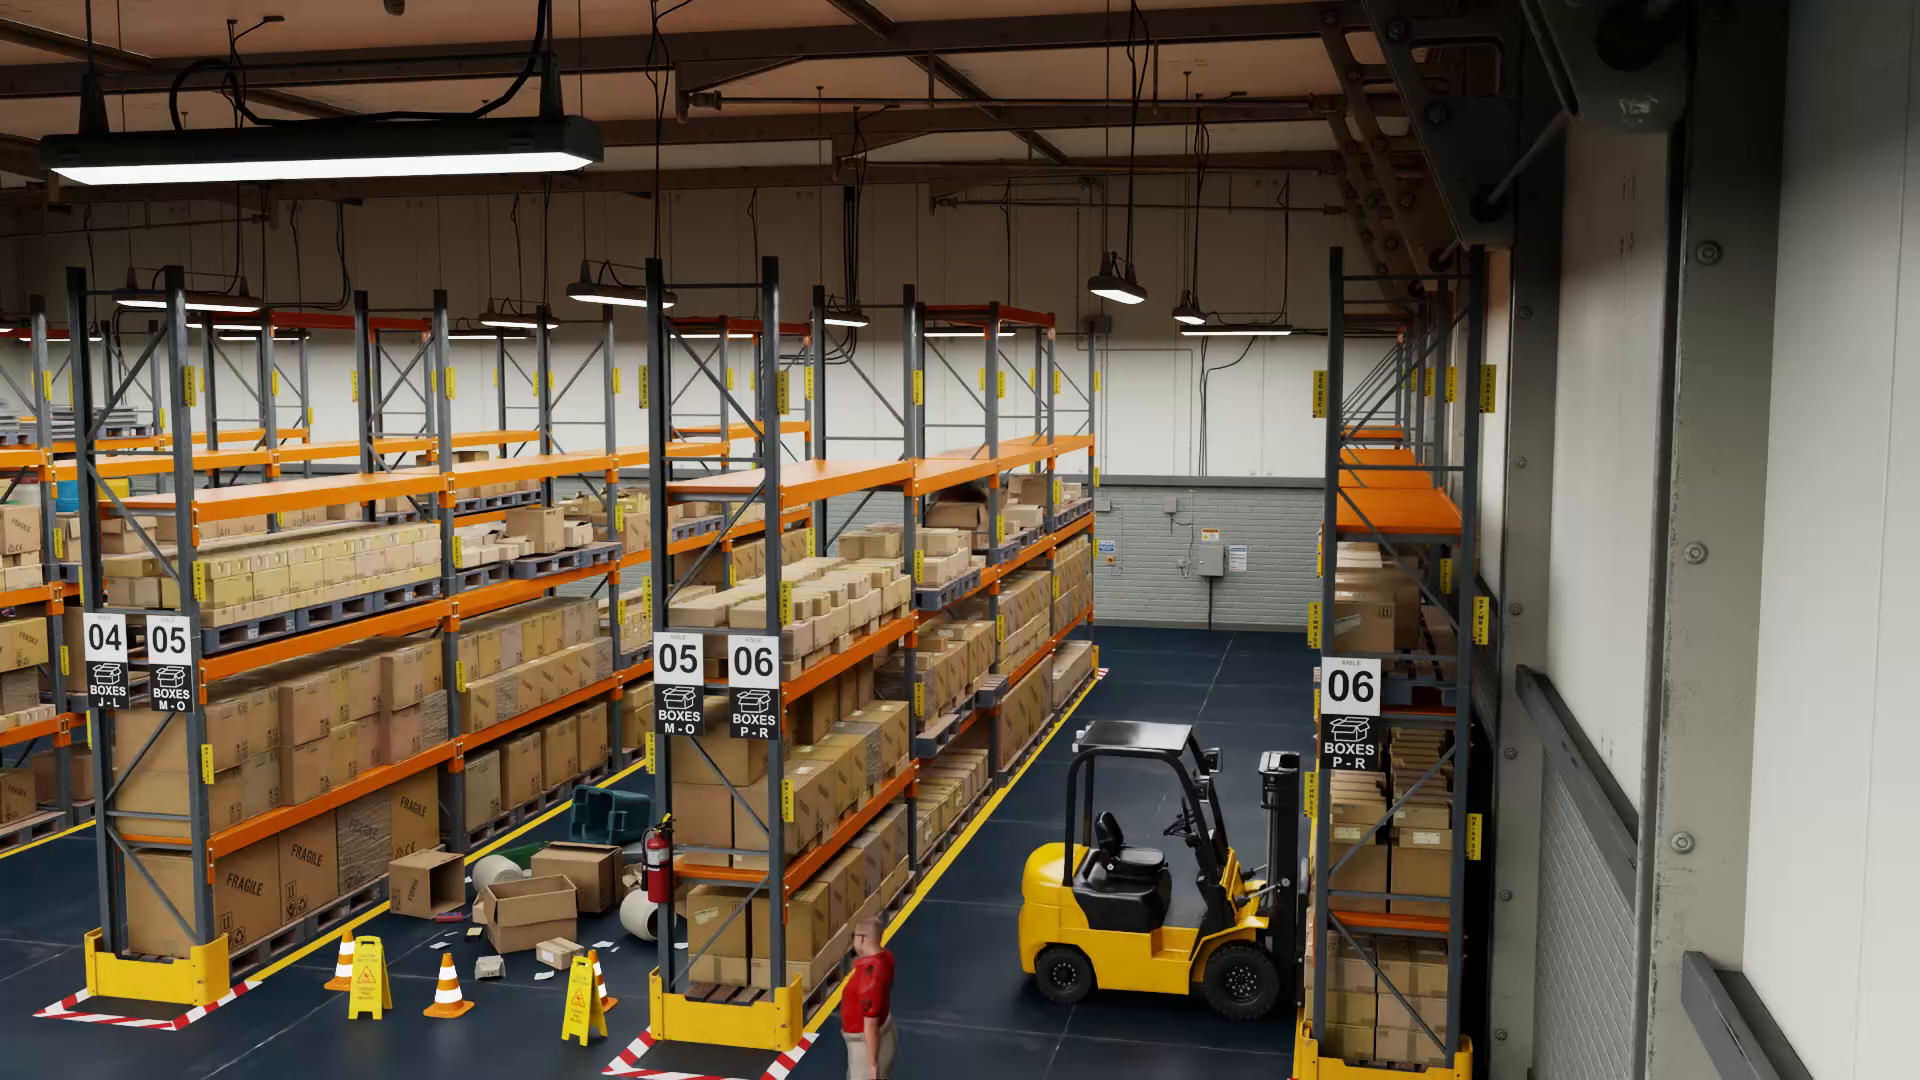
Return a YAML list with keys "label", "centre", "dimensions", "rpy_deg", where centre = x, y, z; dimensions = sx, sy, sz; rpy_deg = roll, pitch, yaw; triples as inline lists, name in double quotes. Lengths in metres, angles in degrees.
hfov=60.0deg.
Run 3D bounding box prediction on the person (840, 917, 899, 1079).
- label: "person"
  centre: [-0.558, 3.243, 10.552]
  dimensions: [0.443, 1.759, 0.583]
  rpy_deg: [1, 6, 6]
